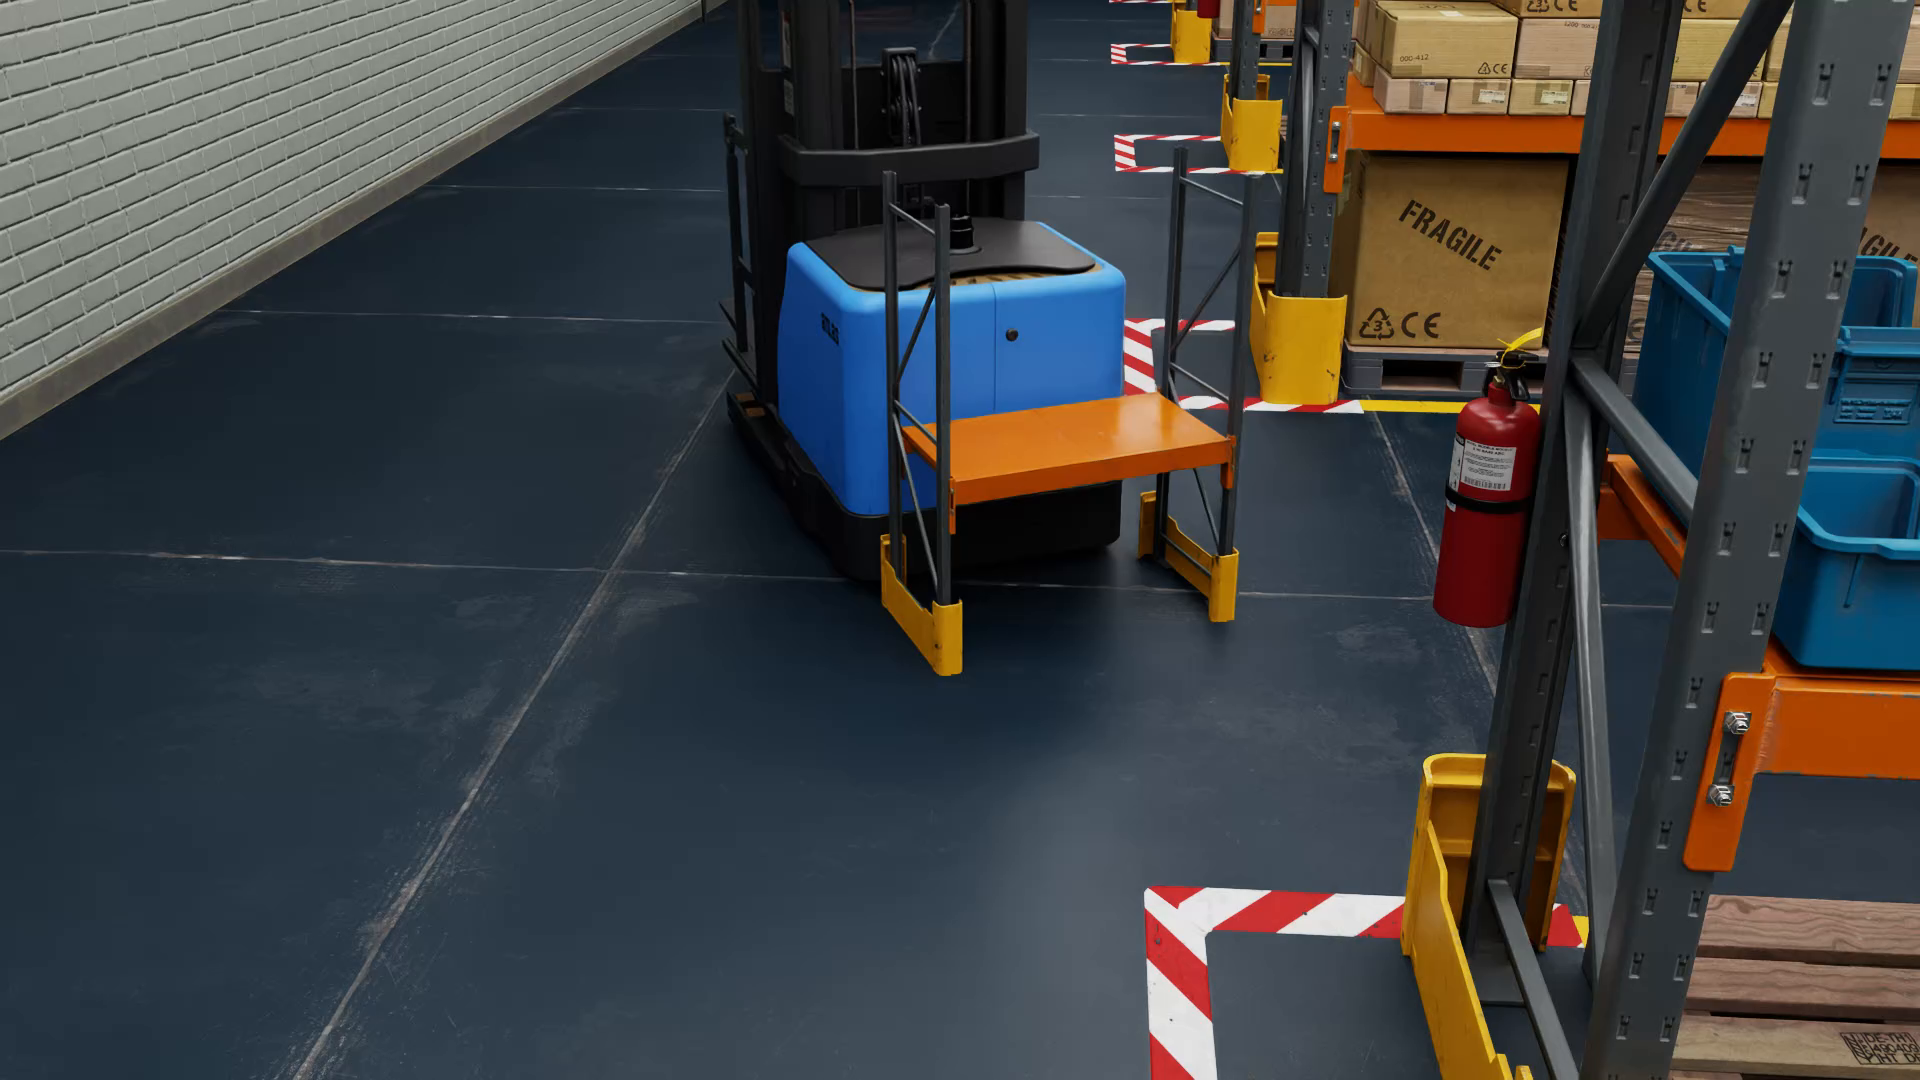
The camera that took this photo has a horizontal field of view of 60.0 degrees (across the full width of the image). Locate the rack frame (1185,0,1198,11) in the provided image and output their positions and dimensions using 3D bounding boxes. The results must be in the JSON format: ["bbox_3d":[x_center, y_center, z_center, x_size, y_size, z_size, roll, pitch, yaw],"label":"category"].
[{"bbox_3d":[2.381,-6.353,16.468,0.127,3.000,1.000,2,25,4],"label":"rack frame"}]

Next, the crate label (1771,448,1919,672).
[{"bbox_3d":[1.464,0.036,2.713,0.303,0.233,0.416,2,25,4],"label":"crate label"}]

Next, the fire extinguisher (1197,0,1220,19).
[{"bbox_3d":[1.887,-4.283,12.507,0.183,0.674,0.296,2,25,4],"label":"fire extinguisher"}]

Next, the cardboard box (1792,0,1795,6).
[{"bbox_3d":[3.659,-2.337,7.564,0.500,0.250,0.500,2,25,4],"label":"cardboard box"}]

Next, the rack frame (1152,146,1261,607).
[{"bbox_3d":[0.811,-0.518,5.582,0.032,1.500,0.500,-9,26,-20],"label":"rack frame"}]

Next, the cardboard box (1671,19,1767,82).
[{"bbox_3d":[3.100,-2.130,7.115,0.500,0.250,0.500,1,25,2],"label":"cardboard box"}]

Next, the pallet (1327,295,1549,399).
[{"bbox_3d":[2.426,-0.963,8.090,1.213,0.211,1.003,2,25,4],"label":"pallet"}]

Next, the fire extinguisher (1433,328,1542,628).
[{"bbox_3d":[1.128,-0.148,3.522,0.183,0.674,0.296,2,25,4],"label":"fire extinguisher"}]

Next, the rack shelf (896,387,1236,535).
[{"bbox_3d":[0.339,-0.277,5.488,1.000,0.185,0.538,-9,26,-20],"label":"rack shelf"}]

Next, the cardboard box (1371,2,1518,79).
[{"bbox_3d":[2.080,-2.162,7.183,0.500,0.250,0.500,1,25,3],"label":"cardboard box"}]

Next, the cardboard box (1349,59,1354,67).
[{"bbox_3d":[2.896,-3.509,12.485,0.250,0.149,0.380,2,25,5],"label":"cardboard box"}]

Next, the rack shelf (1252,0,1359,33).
[{"bbox_3d":[4.097,-3.896,11.989,4.000,0.370,1.077,2,25,4],"label":"rack shelf"}]

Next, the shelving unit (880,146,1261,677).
[{"bbox_3d":[0.330,-0.439,5.409,1.083,1.500,0.587,-9,26,-20],"label":"shelving unit"}]

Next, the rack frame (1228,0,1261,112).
[{"bbox_3d":[2.103,-4.287,11.978,0.127,3.000,1.000,2,25,4],"label":"rack frame"}]

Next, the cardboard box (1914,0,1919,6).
[{"bbox_3d":[4.143,-2.658,7.364,0.500,0.500,0.500,1,25,2],"label":"cardboard box"}]

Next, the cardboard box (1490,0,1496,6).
[{"bbox_3d":[2.632,-2.368,7.632,0.500,0.250,0.500,1,25,3],"label":"cardboard box"}]

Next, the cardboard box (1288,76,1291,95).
[{"bbox_3d":[2.651,-3.420,12.645,0.250,0.149,0.380,1,25,3],"label":"cardboard box"}]

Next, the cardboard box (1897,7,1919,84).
[{"bbox_3d":[4.125,-2.098,7.045,0.500,0.250,0.500,2,25,5],"label":"cardboard box"}]

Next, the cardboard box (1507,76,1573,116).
[{"bbox_3d":[2.462,-1.944,7.187,0.250,0.149,0.380,1,25,3],"label":"cardboard box"}]

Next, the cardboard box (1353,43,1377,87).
[{"bbox_3d":[2.003,-2.234,7.818,0.250,0.149,0.380,2,25,5],"label":"cardboard box"}]

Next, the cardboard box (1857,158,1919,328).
[{"bbox_3d":[4.061,-1.404,7.751,0.875,0.875,0.875,2,25,4],"label":"cardboard box"}]

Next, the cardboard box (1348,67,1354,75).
[{"bbox_3d":[2.883,-3.336,12.107,0.250,0.149,0.380,2,25,5],"label":"cardboard box"}]

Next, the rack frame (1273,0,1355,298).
[{"bbox_3d":[1.623,-2.223,7.492,0.127,3.000,1.000,2,25,4],"label":"rack frame"}]

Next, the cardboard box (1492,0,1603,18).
[{"bbox_3d":[2.579,-2.486,6.992,0.500,0.500,0.500,1,25,3],"label":"cardboard box"}]

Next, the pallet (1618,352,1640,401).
[{"bbox_3d":[3.639,-0.923,8.003,1.213,0.211,1.003,2,25,4],"label":"pallet"}]

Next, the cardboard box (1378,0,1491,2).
[{"bbox_3d":[2.128,-2.724,7.509,0.500,0.500,0.500,2,25,5],"label":"cardboard box"}]

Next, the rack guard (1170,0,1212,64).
[{"bbox_3d":[2.357,-5.218,16.992,0.348,0.500,1.175,2,25,4],"label":"rack guard"}]

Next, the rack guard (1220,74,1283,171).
[{"bbox_3d":[2.179,-3.149,12.495,0.348,0.500,1.175,2,25,4],"label":"rack guard"}]

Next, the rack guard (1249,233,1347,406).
[{"bbox_3d":[1.599,-1.088,8.016,0.348,0.500,1.175,2,25,4],"label":"rack guard"}]

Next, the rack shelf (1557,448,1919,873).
[{"bbox_3d":[3.237,0.232,3.017,4.000,0.370,1.077,2,25,4],"label":"rack shelf"}]

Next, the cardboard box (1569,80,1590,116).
[{"bbox_3d":[2.723,-1.936,7.170,0.250,0.149,0.380,1,25,3],"label":"cardboard box"}]

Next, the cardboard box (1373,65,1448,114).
[{"bbox_3d":[1.951,-1.960,7.221,0.250,0.149,0.380,2,25,5],"label":"cardboard box"}]

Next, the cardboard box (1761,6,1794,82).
[{"bbox_3d":[3.621,-2.116,7.083,0.500,0.250,0.500,1,25,3],"label":"cardboard box"}]

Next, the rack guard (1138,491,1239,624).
[{"bbox_3d":[0.793,0.052,5.837,0.087,0.250,0.587,-9,26,-20],"label":"rack guard"}]

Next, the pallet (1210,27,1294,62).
[{"bbox_3d":[3.184,-5.093,17.066,1.213,0.211,1.003,2,25,4],"label":"pallet"}]

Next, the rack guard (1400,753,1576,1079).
[{"bbox_3d":[1.218,0.982,3.518,0.348,0.500,1.175,2,25,4],"label":"rack guard"}]

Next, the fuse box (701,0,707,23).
[{"bbox_3d":[-2.937,-6.809,19.001,0.414,1.711,0.539,2,25,4],"label":"fuse box"}]

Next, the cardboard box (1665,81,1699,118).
[{"bbox_3d":[2.976,-1.928,7.151,0.250,0.149,0.380,1,25,3],"label":"cardboard box"}]

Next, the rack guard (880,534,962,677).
[{"bbox_3d":[-0.133,0.206,5.504,0.087,0.250,0.587,-9,26,-20],"label":"rack guard"}]

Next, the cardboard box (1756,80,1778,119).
[{"bbox_3d":[3.485,-1.911,7.115,0.250,0.149,0.380,1,25,3],"label":"cardboard box"}]

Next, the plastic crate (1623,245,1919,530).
[{"bbox_3d":[1.592,-0.269,3.132,0.499,0.435,0.616,2,25,4],"label":"plastic crate"}]

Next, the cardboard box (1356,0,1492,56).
[{"bbox_3d":[2.126,-2.385,7.668,0.500,0.250,0.500,1,25,3],"label":"cardboard box"}]

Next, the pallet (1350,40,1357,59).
[{"bbox_3d":[4.398,-5.053,16.979,1.213,0.211,1.003,2,25,4],"label":"pallet"}]

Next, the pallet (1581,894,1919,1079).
[{"bbox_3d":[2.063,1.151,3.496,1.213,0.211,1.003,2,25,4],"label":"pallet"}]

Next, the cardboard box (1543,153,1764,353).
[{"bbox_3d":[3.174,-1.432,7.813,0.875,0.875,0.875,2,25,4],"label":"cardboard box"}]

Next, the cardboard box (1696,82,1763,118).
[{"bbox_3d":[3.233,-1.920,7.134,0.250,0.149,0.380,2,25,3],"label":"cardboard box"}]

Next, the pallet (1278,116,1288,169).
[{"bbox_3d":[2.986,-2.977,12.467,1.213,0.211,1.003,2,25,4],"label":"pallet"}]

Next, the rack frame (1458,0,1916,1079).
[{"bbox_3d":[1.243,-0.158,3.006,0.127,3.000,1.000,2,25,4],"label":"rack frame"}]

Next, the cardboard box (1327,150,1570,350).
[{"bbox_3d":[2.267,-1.461,7.876,0.875,0.875,0.875,2,25,4],"label":"cardboard box"}]

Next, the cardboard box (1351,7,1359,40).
[{"bbox_3d":[3.960,-5.375,16.905,0.875,0.438,0.875,2,25,5],"label":"cardboard box"}]

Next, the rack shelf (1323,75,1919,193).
[{"bbox_3d":[3.617,-1.832,7.503,4.000,0.370,1.077,2,25,4],"label":"rack shelf"}]

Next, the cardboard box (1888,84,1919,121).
[{"bbox_3d":[4.000,-1.895,7.080,0.250,0.149,0.380,1,25,3],"label":"cardboard box"}]

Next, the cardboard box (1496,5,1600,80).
[{"bbox_3d":[2.599,-2.148,7.153,0.500,0.250,0.500,2,25,3],"label":"cardboard box"}]

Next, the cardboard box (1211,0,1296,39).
[{"bbox_3d":[3.047,-5.400,16.961,0.875,0.438,0.875,1,25,2],"label":"cardboard box"}]

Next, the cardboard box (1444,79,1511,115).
[{"bbox_3d":[2.207,-1.952,7.204,0.250,0.149,0.380,1,25,3],"label":"cardboard box"}]

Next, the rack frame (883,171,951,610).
[{"bbox_3d":[-0.134,-0.362,5.242,0.032,1.500,0.500,-9,26,-20],"label":"rack frame"}]

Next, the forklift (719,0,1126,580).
[{"bbox_3d":[-0.381,-1.784,6.620,1.130,2.935,3.031,-8,26,-18],"label":"forklift"}]

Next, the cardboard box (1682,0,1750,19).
[{"bbox_3d":[3.096,-2.472,6.961,0.500,0.500,0.500,1,25,3],"label":"cardboard box"}]

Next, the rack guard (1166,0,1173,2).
[{"bbox_3d":[2.833,-7.284,21.482,0.348,0.500,1.175,2,25,4],"label":"rack guard"}]
